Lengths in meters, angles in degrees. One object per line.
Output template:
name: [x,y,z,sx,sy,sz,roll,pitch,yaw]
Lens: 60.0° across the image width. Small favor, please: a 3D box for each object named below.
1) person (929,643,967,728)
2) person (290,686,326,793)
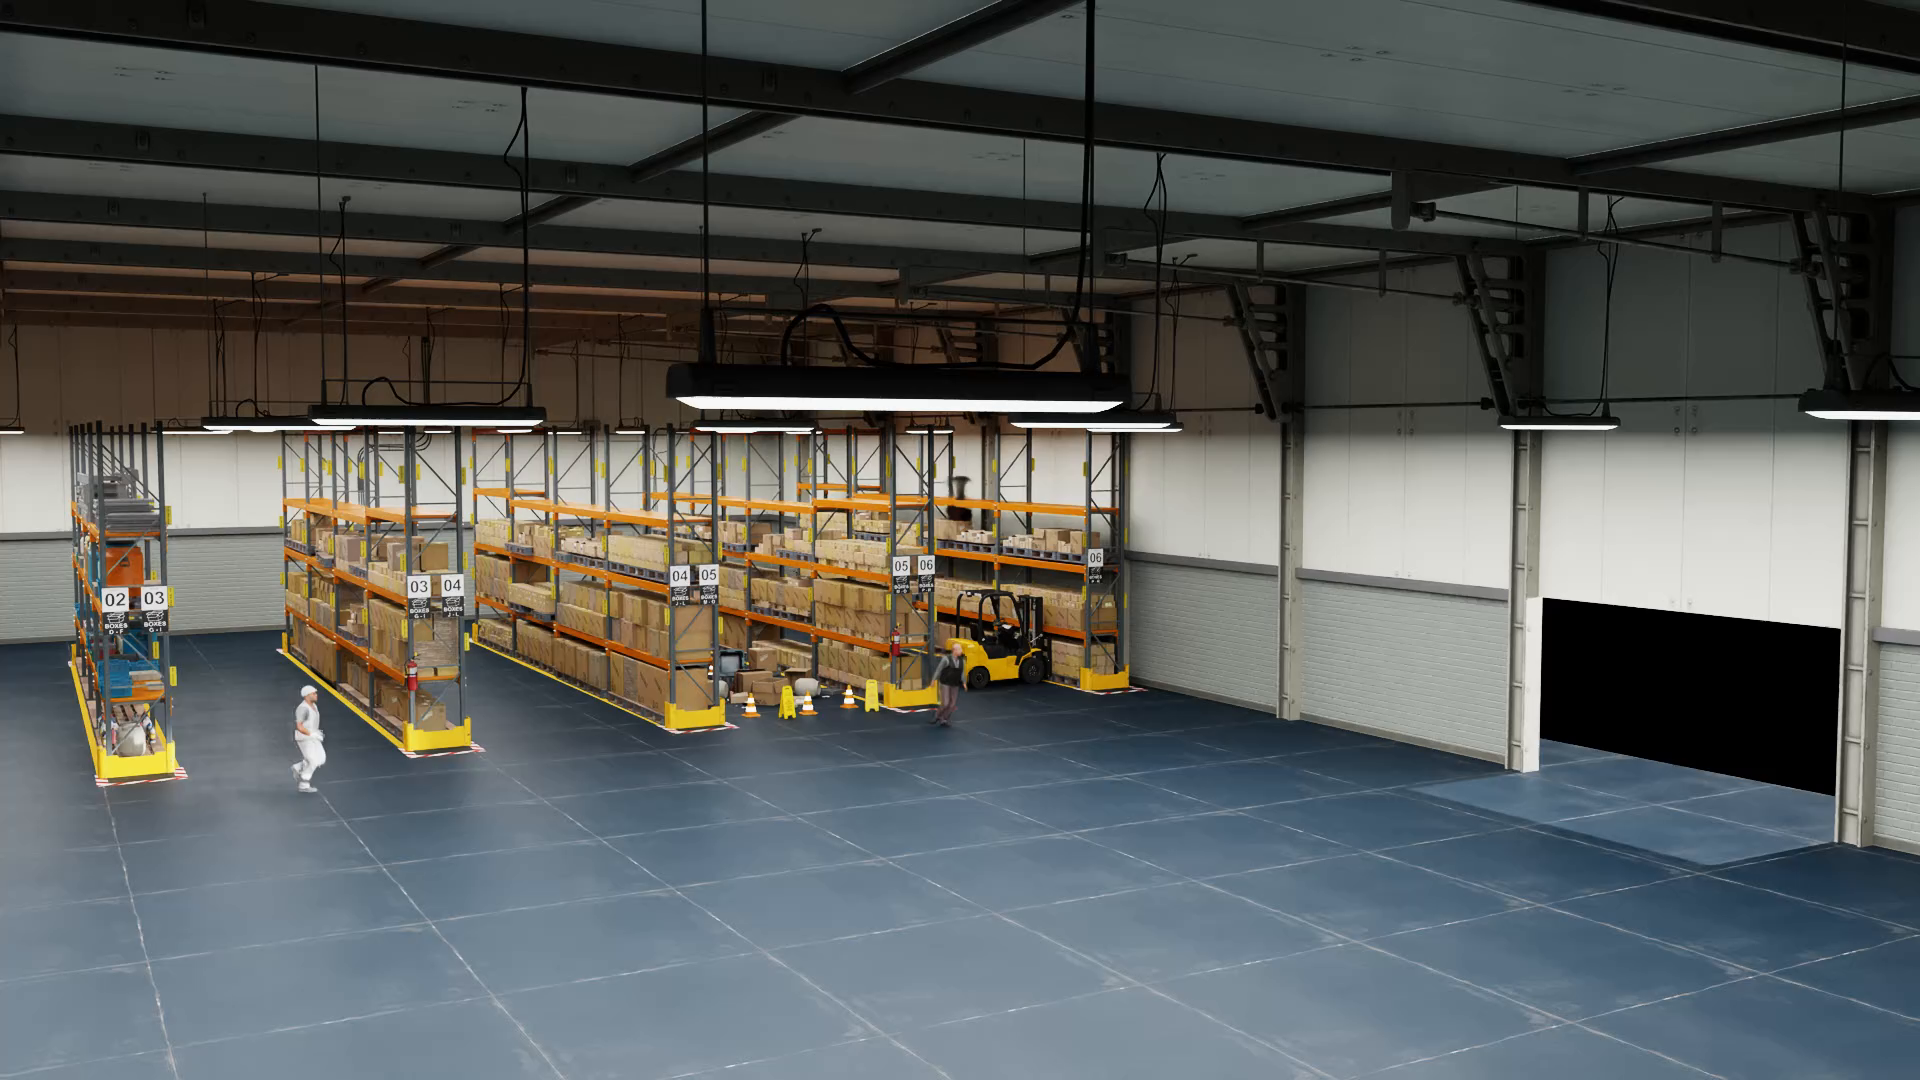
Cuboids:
person: [-0.225,2.864,32.746,0.692,1.682,0.542,-2,4,-34]
person: [-10.519,3.204,26.811,0.643,1.731,0.659,0,4,0]
